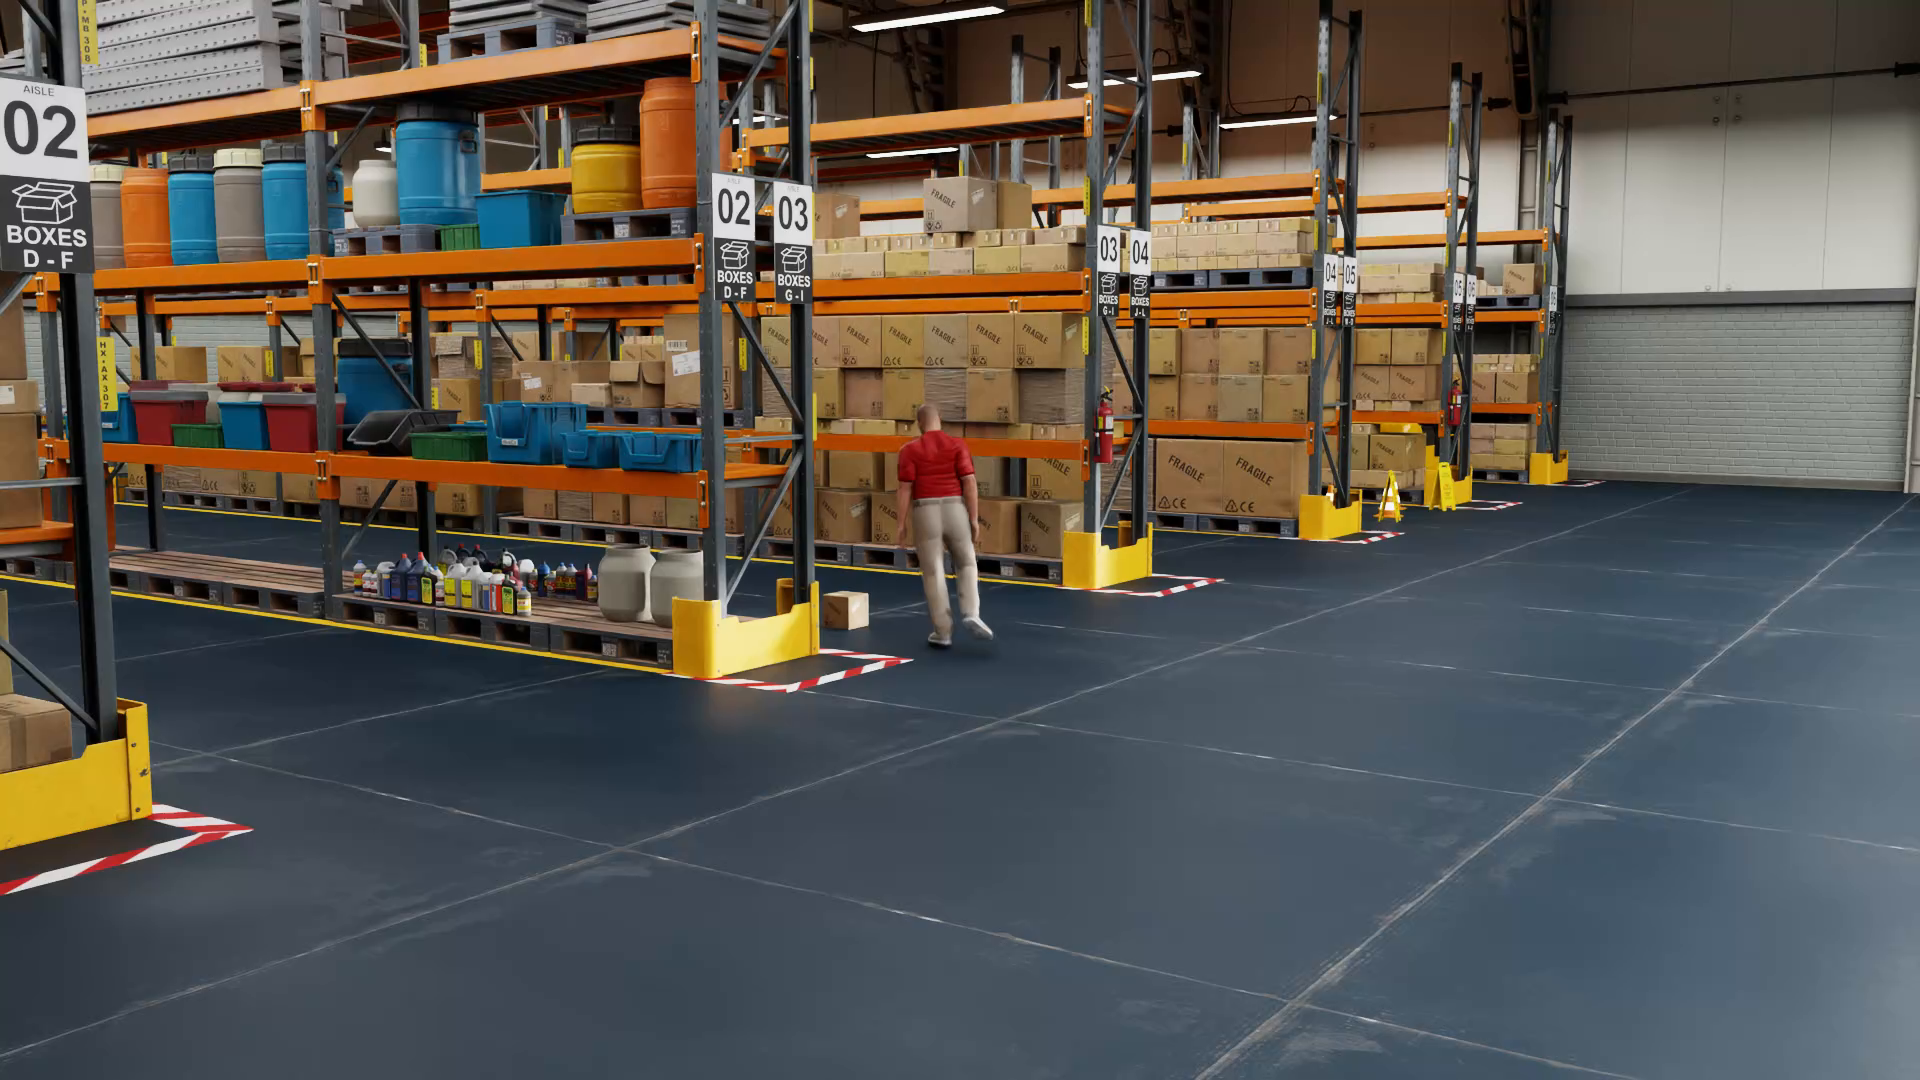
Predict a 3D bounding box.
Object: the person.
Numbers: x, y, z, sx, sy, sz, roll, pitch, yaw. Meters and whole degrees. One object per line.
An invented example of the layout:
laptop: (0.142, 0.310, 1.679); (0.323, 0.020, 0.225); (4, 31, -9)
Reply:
person: (-0.109, -0.111, 11.812); (0.669, 1.713, 0.480); (-1, 6, -9)
